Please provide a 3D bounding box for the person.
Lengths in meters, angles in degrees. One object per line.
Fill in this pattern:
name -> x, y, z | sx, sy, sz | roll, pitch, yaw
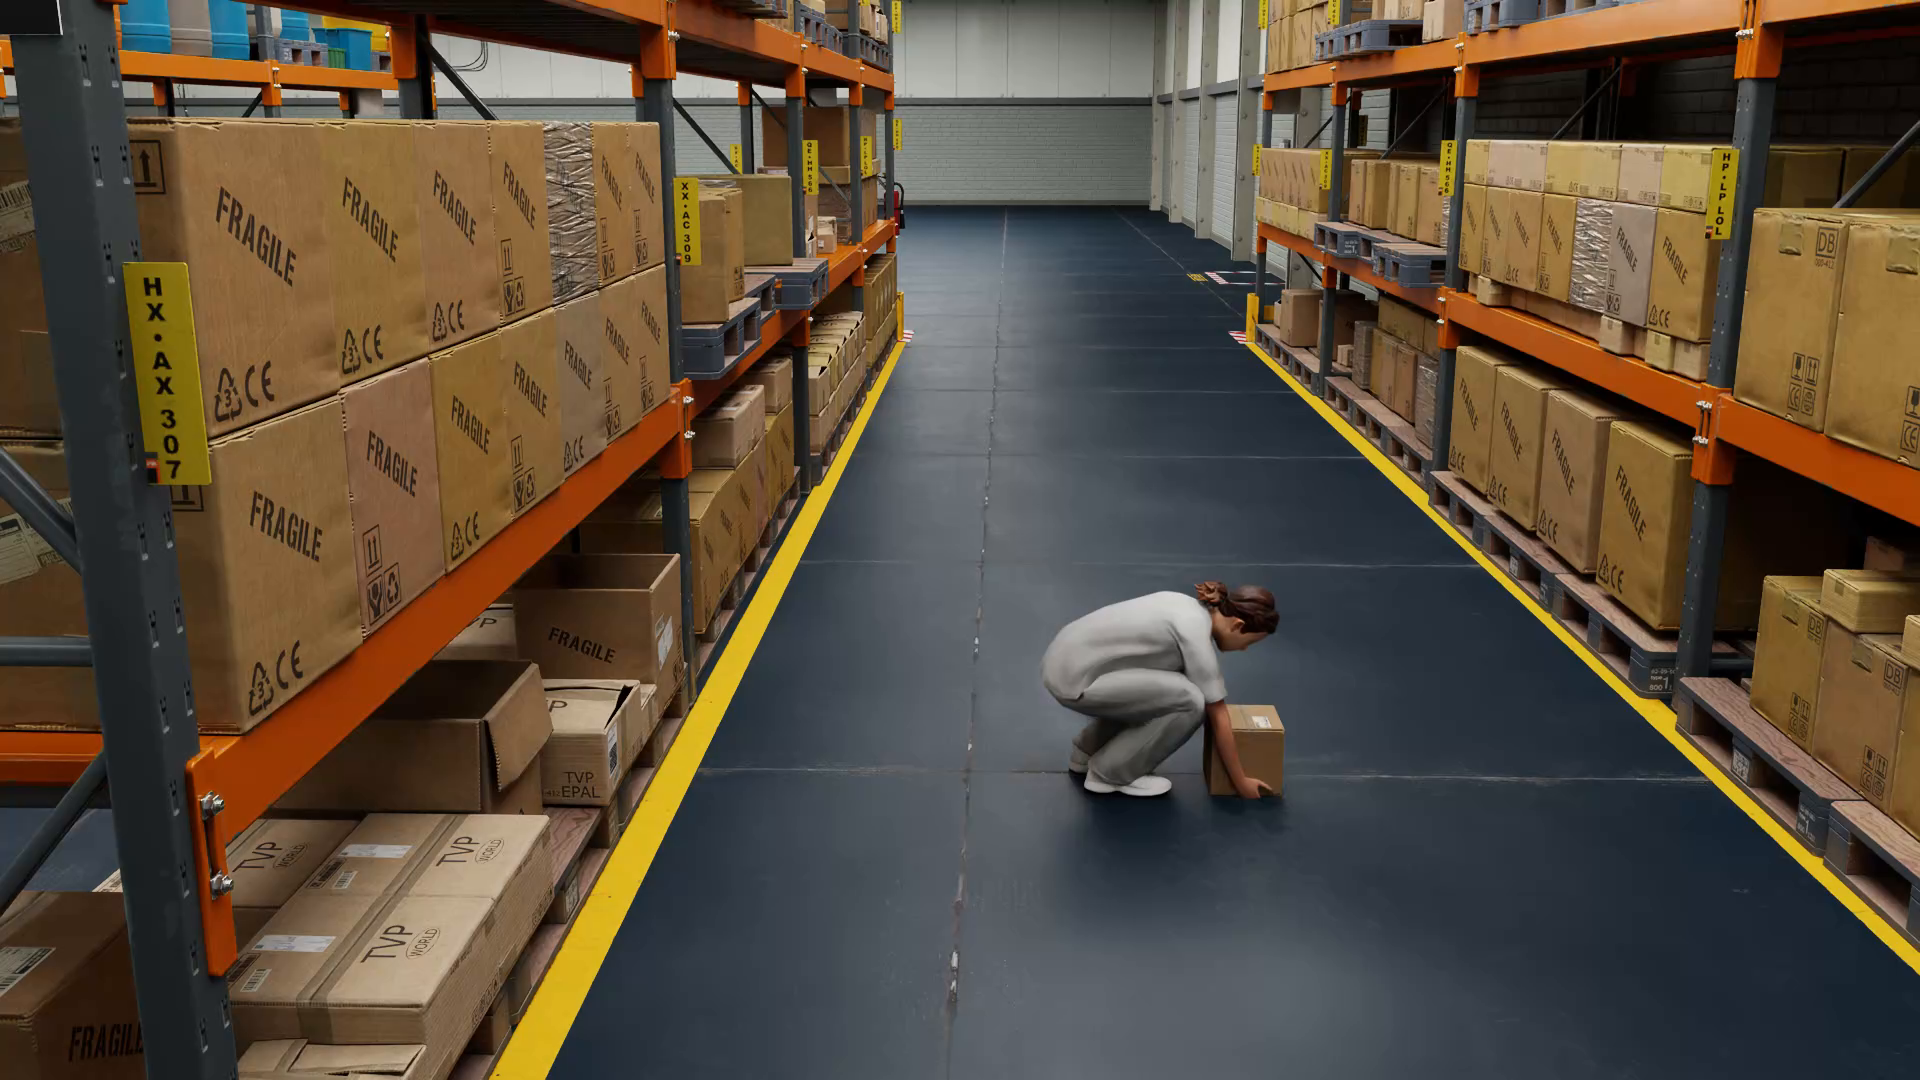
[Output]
person -> 0.703, 0.540, 5.909 | 0.842, 0.793, 0.460 | 0, 14, 1
